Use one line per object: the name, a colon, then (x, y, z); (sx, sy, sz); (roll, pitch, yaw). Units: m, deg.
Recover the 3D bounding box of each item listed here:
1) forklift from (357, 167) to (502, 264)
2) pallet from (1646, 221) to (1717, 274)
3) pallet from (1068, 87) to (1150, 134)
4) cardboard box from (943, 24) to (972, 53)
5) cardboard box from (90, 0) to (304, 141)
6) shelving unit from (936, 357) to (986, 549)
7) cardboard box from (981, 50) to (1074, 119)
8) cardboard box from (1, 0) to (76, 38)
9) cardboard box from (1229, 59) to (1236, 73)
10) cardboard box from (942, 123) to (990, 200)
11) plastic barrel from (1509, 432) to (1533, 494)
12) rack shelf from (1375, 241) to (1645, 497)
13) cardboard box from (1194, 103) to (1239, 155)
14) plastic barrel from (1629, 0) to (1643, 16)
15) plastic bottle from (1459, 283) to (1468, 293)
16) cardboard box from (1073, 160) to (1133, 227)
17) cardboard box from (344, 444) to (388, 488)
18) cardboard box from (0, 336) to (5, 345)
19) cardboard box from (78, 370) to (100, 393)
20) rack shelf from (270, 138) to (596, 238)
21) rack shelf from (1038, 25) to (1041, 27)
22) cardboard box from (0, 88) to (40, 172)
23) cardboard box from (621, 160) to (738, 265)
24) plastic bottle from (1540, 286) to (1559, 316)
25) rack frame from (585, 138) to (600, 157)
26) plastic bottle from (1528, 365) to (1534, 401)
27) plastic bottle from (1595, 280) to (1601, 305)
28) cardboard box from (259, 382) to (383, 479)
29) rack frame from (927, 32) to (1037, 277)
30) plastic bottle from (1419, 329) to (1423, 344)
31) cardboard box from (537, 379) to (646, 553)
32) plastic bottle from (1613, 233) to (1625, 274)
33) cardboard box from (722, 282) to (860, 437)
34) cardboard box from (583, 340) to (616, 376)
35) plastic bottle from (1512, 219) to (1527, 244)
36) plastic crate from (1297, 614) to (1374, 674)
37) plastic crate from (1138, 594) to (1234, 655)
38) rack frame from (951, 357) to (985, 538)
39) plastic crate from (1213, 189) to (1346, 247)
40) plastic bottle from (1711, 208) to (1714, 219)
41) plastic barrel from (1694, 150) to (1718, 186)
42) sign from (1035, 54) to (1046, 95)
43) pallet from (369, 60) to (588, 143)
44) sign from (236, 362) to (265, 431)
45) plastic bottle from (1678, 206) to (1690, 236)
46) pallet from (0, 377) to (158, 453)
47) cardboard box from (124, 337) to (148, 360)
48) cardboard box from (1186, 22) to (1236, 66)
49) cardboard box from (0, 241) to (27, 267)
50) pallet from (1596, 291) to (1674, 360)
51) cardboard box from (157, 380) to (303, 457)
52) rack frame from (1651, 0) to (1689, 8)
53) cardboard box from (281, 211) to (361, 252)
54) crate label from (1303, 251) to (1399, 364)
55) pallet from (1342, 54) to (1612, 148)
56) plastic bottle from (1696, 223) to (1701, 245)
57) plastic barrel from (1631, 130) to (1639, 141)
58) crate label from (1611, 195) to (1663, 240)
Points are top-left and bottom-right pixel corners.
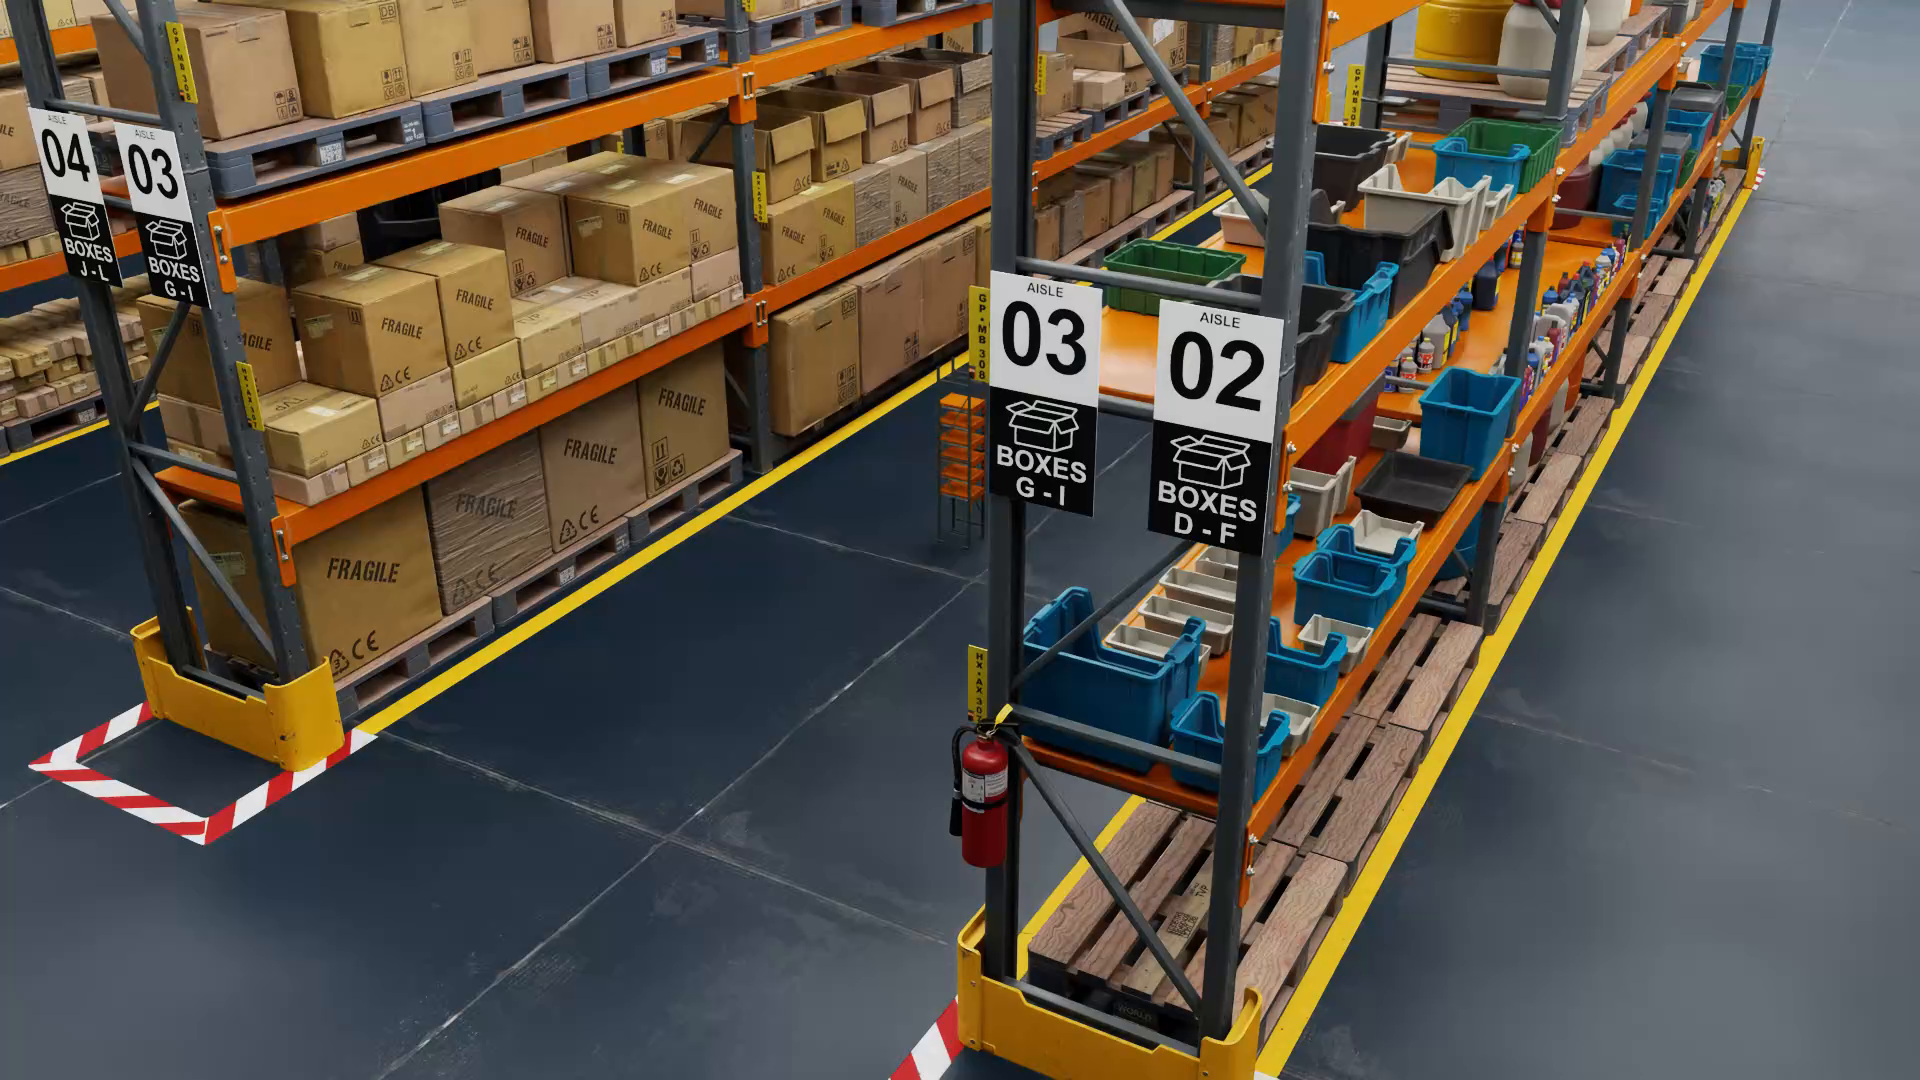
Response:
forklift: (-4.208, -2.799, 13.067); (1.130, 2.935, 3.031); (-12, 29, -23)
pallet: (6.831, -2.954, 16.415); (1.003, 0.211, 1.213); (14, 30, 26)
pallet: (1.123, -4.175, 15.953); (1.003, 0.211, 1.213); (14, 30, 26)
cardboard box: (-0.425, -6.688, 22.664); (0.875, 0.875, 0.875); (14, 30, 26)
cardboard box: (-3.542, -2.195, 7.741); (0.700, 0.500, 0.500); (12, 29, 23)
shelving unit: (0.007, -0.542, 10.493); (0.258, 1.200, 0.189); (14, 30, 26)
cardboard box: (0.603, -4.171, 15.151); (0.700, 0.500, 0.500); (19, 32, 33)
cardboard box: (-6.563, -3.686, 11.579); (0.500, 0.250, 0.500); (14, 30, 25)
cardboard box: (2.753, -5.142, 17.952); (0.380, 0.149, 0.250); (14, 30, 26)
cardboard box: (-0.093, -3.085, 13.450); (0.500, 0.500, 0.500); (14, 30, 26)
plastic barrel: (3.515, -0.590, 10.888); (0.421, 0.512, 0.421); (0, 27, 0)
rack shelf: (3.513, -1.288, 10.776); (1.077, 0.370, 4.000); (14, 30, 26)
cardboard box: (2.896, -4.740, 19.191); (0.500, 0.500, 0.500); (11, 29, 22)
plastic barrel: (4.215, -3.890, 10.870); (0.600, 0.830, 0.708); (14, 30, 26)
plastic bottle: (3.201, -1.569, 10.677); (0.097, 0.271, 0.097); (0, 27, 0)
cardboard box: (1.306, -3.483, 16.659); (0.700, 0.500, 0.500); (12, 29, 22)
cardboard box: (-3.164, -0.416, 8.510); (0.380, 0.149, 0.250); (14, 30, 25)
cardboard box: (-7.297, -1.431, 12.309); (0.380, 0.149, 0.250); (13, 29, 24)
cardboard box: (-6.644, -1.248, 12.607); (0.380, 0.149, 0.250); (15, 30, 27)
rack shelf: (-5.068, -3.510, 15.215); (1.077, 0.370, 4.000); (14, 30, 26)
rack shelf: (1.168, -5.279, 15.397); (1.077, 0.370, 4.000); (14, 30, 26)
cardboard box: (-6.802, -2.830, 11.492); (0.500, 0.500, 0.500); (13, 29, 25)
cardboard box: (-1.776, -2.084, 10.560); (0.500, 0.500, 0.500); (15, 30, 28)
plastic bottle: (3.709, -1.467, 10.474); (0.097, 0.271, 0.097); (0, 27, 0)
rack frame: (-4.084, -4.612, 16.611); (1.000, 3.000, 0.127); (14, 30, 26)
plastic bottle: (3.187, -0.891, 9.402); (0.097, 0.201, 0.097); (0, 27, 0)
plastic bottle: (4.148, -1.652, 10.922); (0.097, 0.201, 0.097); (0, 27, 0)
cardboard box: (-3.280, -0.556, 8.344); (0.500, 0.250, 0.500); (13, 30, 25)
rack frame: (0.185, -3.480, 14.351); (1.000, 3.000, 0.127); (14, 30, 26)
plastic bottle: (2.696, -1.239, 9.928); (0.144, 0.351, 0.185); (14, 30, 26)
cardboard box: (-2.620, -0.568, 10.439); (0.875, 0.875, 0.875); (14, 30, 26)
plastic bottle: (4.556, -1.996, 11.516); (0.061, 0.283, 0.133); (14, 30, 26)
cardboard box: (-1.486, -1.413, 12.125); (1.225, 0.875, 0.875); (14, 30, 26)
cardboard box: (-2.280, -1.117, 9.911); (0.380, 0.149, 0.250); (14, 30, 25)
plastic bottle: (4.003, -2.236, 12.005); (0.152, 0.276, 0.135); (14, 30, 26)
plastic crate: (1.533, 0.425, 6.778); (0.250, 0.136, 0.298); (14, 30, 26)
plastic crate: (0.960, 0.352, 6.923); (0.396, 0.136, 0.243); (14, 30, 26)
rack frame: (0.052, -0.578, 10.564); (0.240, 1.200, 0.006); (14, 30, 26)
plastic crate: (1.362, -1.355, 7.049); (0.437, 0.136, 0.530); (14, 30, 26)
plastic bottle: (7.475, -3.295, 16.617); (0.097, 0.201, 0.097); (0, 27, 0)
plastic barrel: (7.929, -4.114, 17.927); (0.421, 0.512, 0.421); (0, 27, 0)
sign: (0.669, -3.877, 13.850); (0.100, 0.325, 0.005); (14, 30, 26)
pallet: (-2.796, -2.433, 9.007); (1.003, 0.211, 1.213); (14, 30, 26)
sign: (-3.271, -0.660, 7.662); (0.100, 0.325, 0.005); (14, 30, 26)
plastic bottle: (7.045, -3.113, 16.161); (0.061, 0.283, 0.133); (14, 30, 26)
pallet: (-6.950, -1.059, 12.629); (1.003, 0.211, 1.213); (14, 30, 26)
cardboard box: (-6.486, -1.510, 12.798); (0.380, 0.149, 0.250); (15, 30, 27)
cardboard box: (2.428, -5.378, 17.699); (0.875, 0.500, 0.500); (14, 30, 26)
cardboard box: (-6.852, -2.055, 11.784); (0.380, 0.149, 0.250); (15, 30, 28)
pallet: (5.513, -1.909, 14.328); (1.003, 0.211, 1.213); (14, 30, 26)
cardboard box: (-3.744, -0.675, 8.584); (0.500, 0.250, 0.500); (14, 30, 25)
rack frame: (4.497, -5.072, 10.829); (1.000, 3.000, 0.127); (14, 30, 26)
cardboard box: (-5.458, -2.688, 14.254); (0.500, 0.250, 0.500); (13, 29, 24)
crate label: (1.296, -0.835, 5.882); (0.408, 0.251, 0.502); (14, 30, 26)
pallet: (2.830, -2.414, 9.082); (1.213, 0.211, 1.003); (14, 30, 26)
plastic bottle: (7.003, -2.952, 15.854); (0.097, 0.271, 0.097); (0, 27, 0)
plastic barrel: (5.680, -3.404, 14.354); (0.301, 0.262, 0.301); (0, 27, 0)
crate label: (5.030, -2.396, 12.373); (0.303, 0.233, 0.416); (14, 30, 26)
